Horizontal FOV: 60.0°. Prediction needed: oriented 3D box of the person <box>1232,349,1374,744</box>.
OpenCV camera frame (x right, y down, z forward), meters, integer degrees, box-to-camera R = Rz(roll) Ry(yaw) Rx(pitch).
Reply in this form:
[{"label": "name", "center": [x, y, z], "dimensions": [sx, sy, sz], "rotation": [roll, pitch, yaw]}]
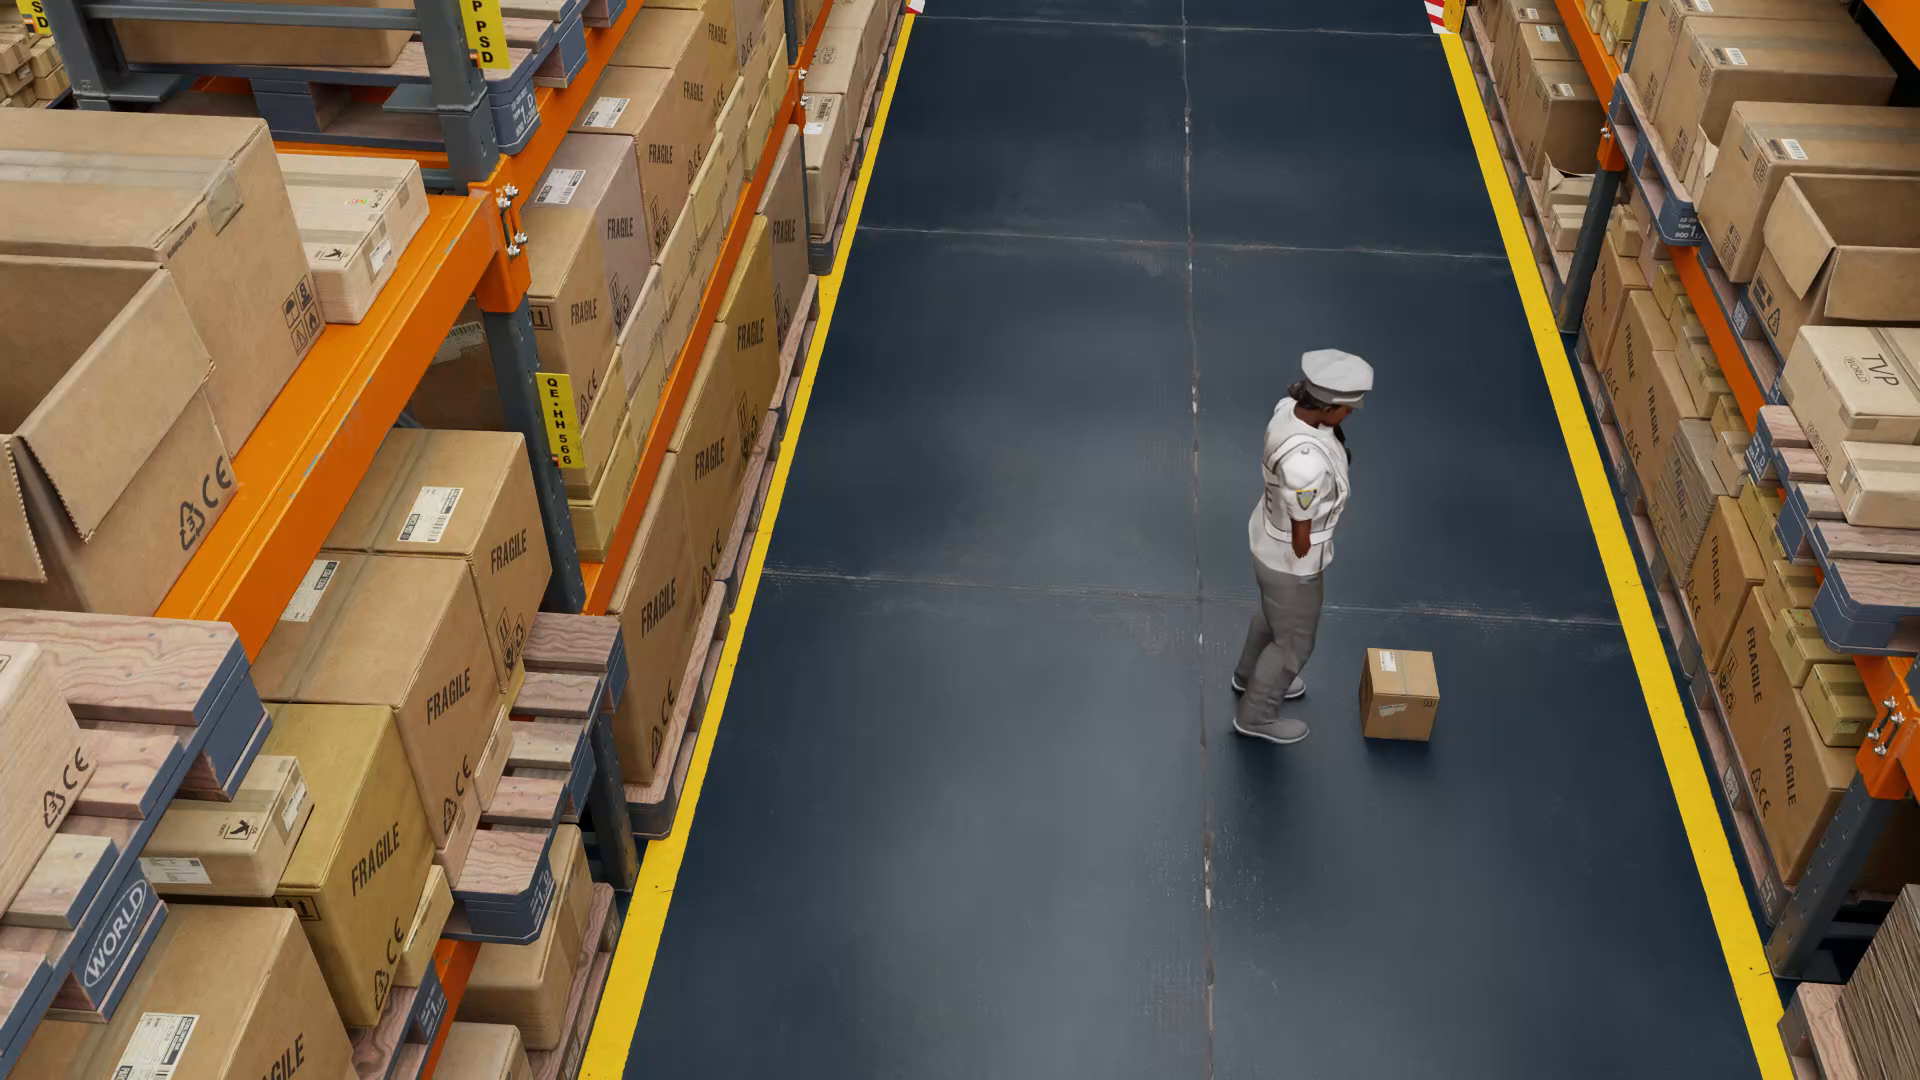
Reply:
[{"label": "person", "center": [1.227, 0.033, 6.136], "dimensions": [0.337, 1.656, 0.439], "rotation": [4, 40, 5]}]
